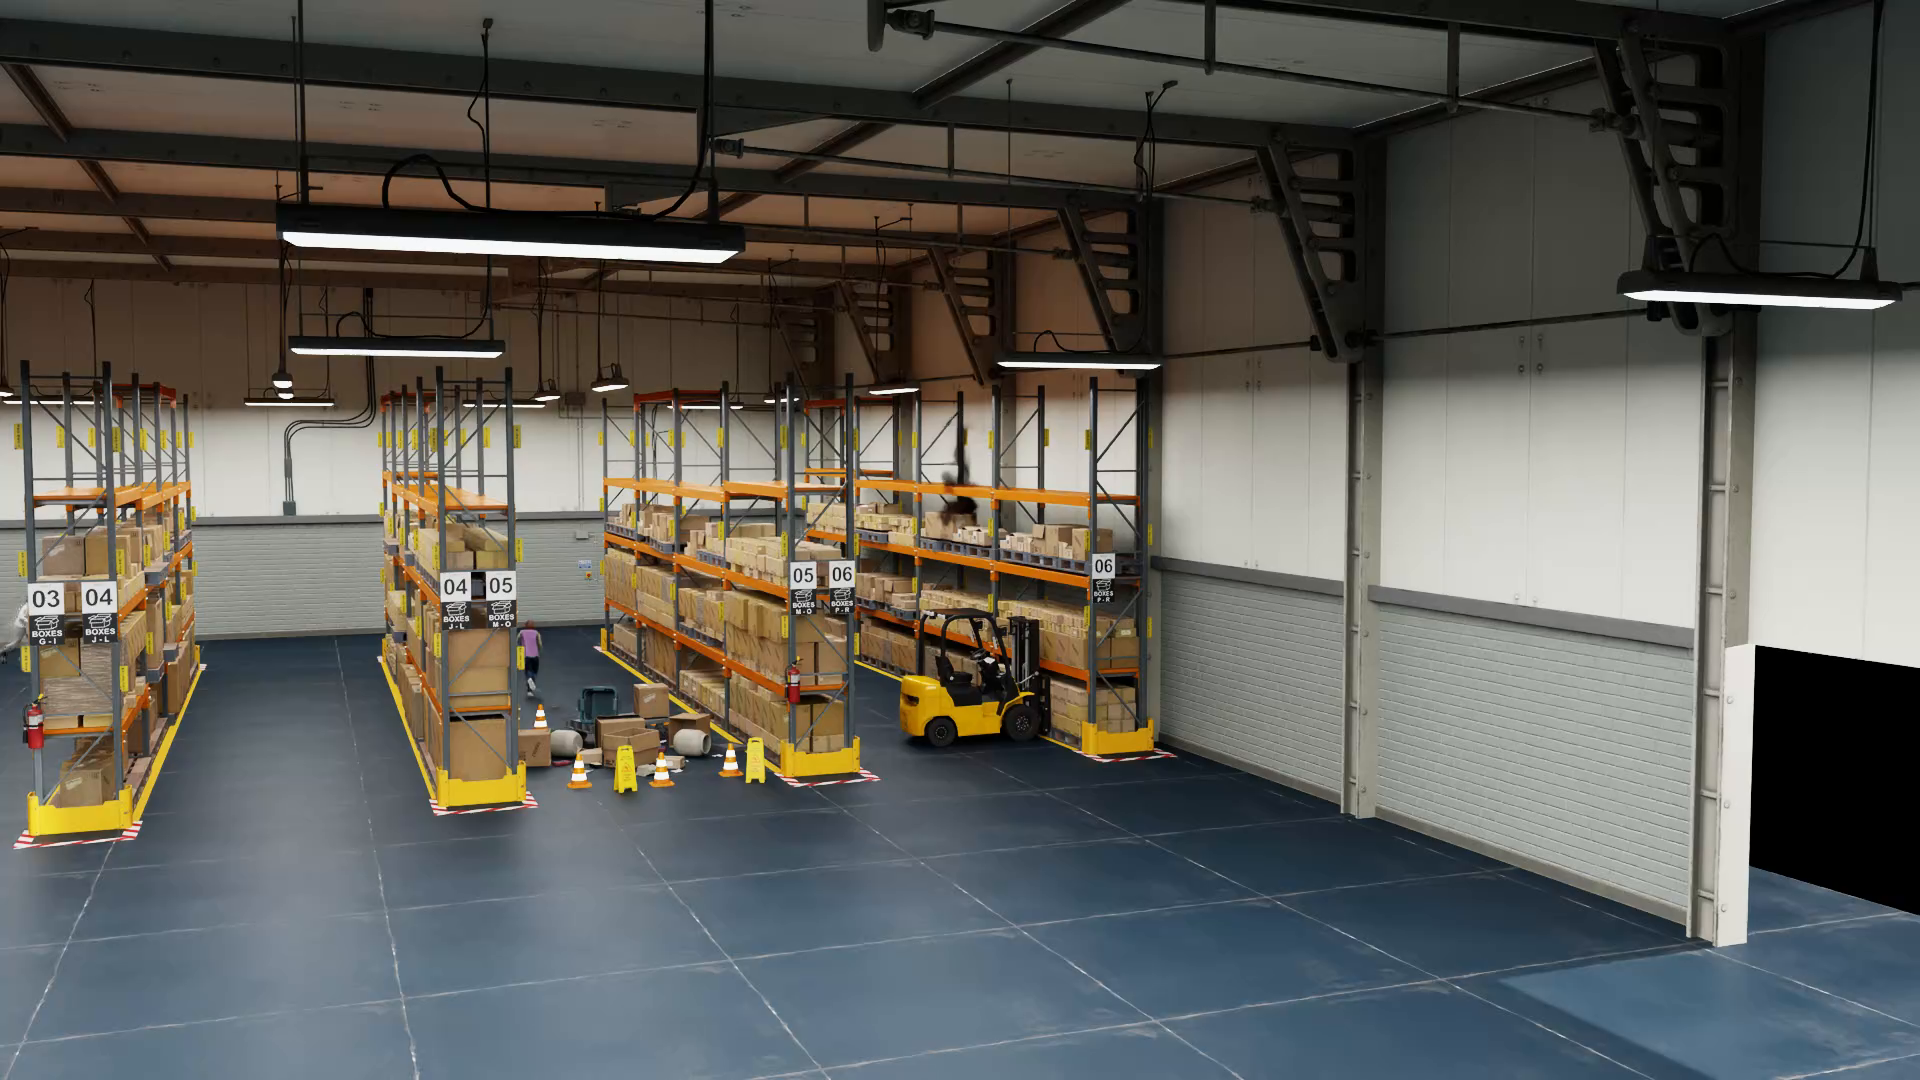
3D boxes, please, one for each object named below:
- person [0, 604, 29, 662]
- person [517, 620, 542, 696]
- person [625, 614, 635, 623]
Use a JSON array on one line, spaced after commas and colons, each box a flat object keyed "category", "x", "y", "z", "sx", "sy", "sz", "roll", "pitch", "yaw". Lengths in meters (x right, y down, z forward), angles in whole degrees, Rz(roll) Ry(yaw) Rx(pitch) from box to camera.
[{"category": "person", "x": -20.928, "y": 2.003, "z": 36.972, "sx": 0.978, "sy": 1.627, "sz": 0.654, "roll": -1, "pitch": 4, "yaw": -15}, {"category": "person", "x": -8.492, "y": 2.325, "z": 32.636, "sx": 0.566, "sy": 1.460, "sz": 0.760, "roll": -1, "pitch": 4, "yaw": -17}, {"category": "person", "x": -8.008, "y": 1.692, "z": 41.052, "sx": 0.566, "sy": 1.703, "sz": 0.747, "roll": 1, "pitch": 4, "yaw": 11}]
